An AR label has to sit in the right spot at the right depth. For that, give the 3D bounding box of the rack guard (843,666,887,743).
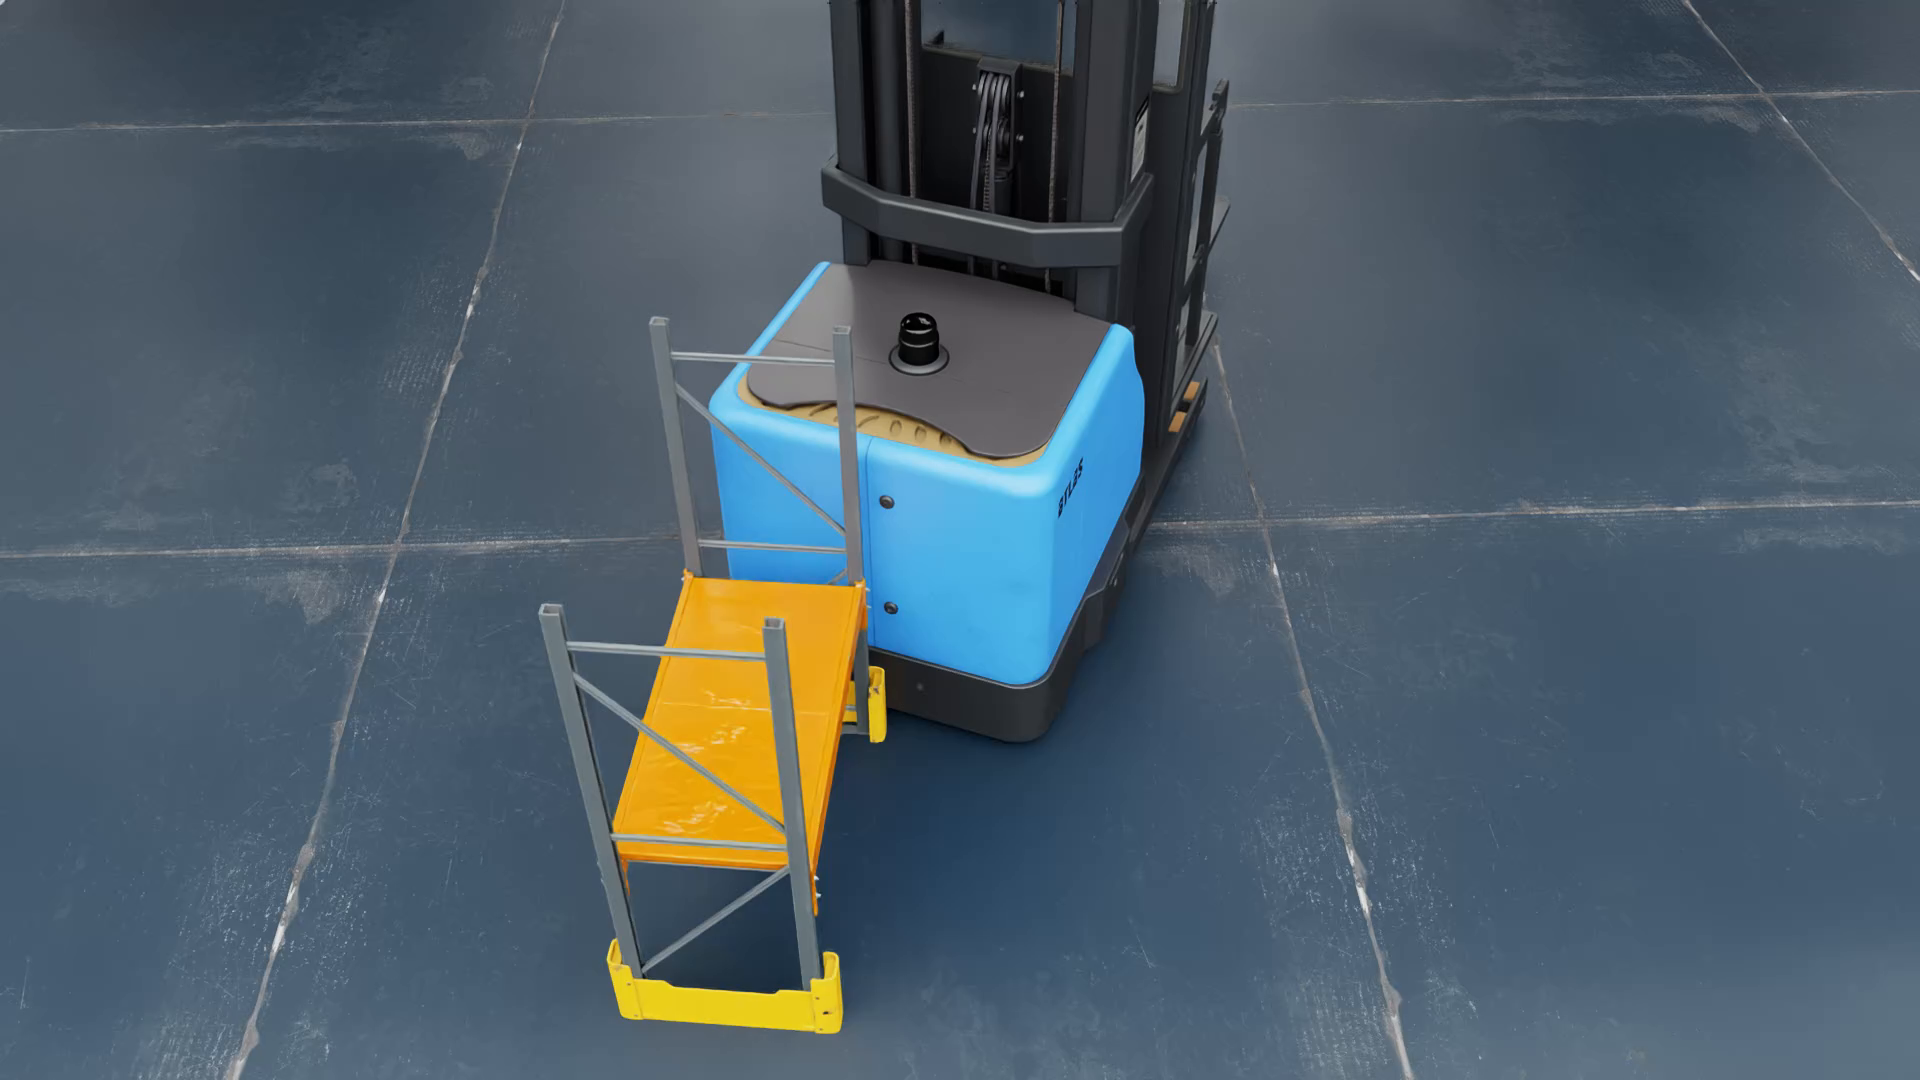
[{"bbox_3d":[-0.519,0.484,5.037,0.587,0.250,0.087,3,43,4],"label":"rack guard"}]

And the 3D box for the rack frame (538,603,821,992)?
[{"bbox_3d":[-0.604,0.707,3.869,0.500,1.500,0.032,3,43,4],"label":"rack frame"}]

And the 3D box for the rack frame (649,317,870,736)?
[{"bbox_3d":[-0.519,0.022,4.616,0.500,1.500,0.032,3,43,4],"label":"rack frame"}]

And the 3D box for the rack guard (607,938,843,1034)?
[{"bbox_3d":[-0.602,1.154,4.306,0.587,0.250,0.087,3,43,4],"label":"rack guard"}]

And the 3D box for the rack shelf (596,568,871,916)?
[{"bbox_3d":[-0.562,0.497,4.364,0.538,0.185,1.000,3,43,4],"label":"rack shelf"}]

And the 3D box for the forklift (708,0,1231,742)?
[{"bbox_3d":[0.281,-1.482,5.198,1.130,2.935,3.031,14,44,15],"label":"forklift"}]

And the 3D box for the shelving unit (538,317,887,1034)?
[{"bbox_3d":[-0.561,0.358,4.249,0.587,1.500,1.083,3,43,4],"label":"shelving unit"}]
